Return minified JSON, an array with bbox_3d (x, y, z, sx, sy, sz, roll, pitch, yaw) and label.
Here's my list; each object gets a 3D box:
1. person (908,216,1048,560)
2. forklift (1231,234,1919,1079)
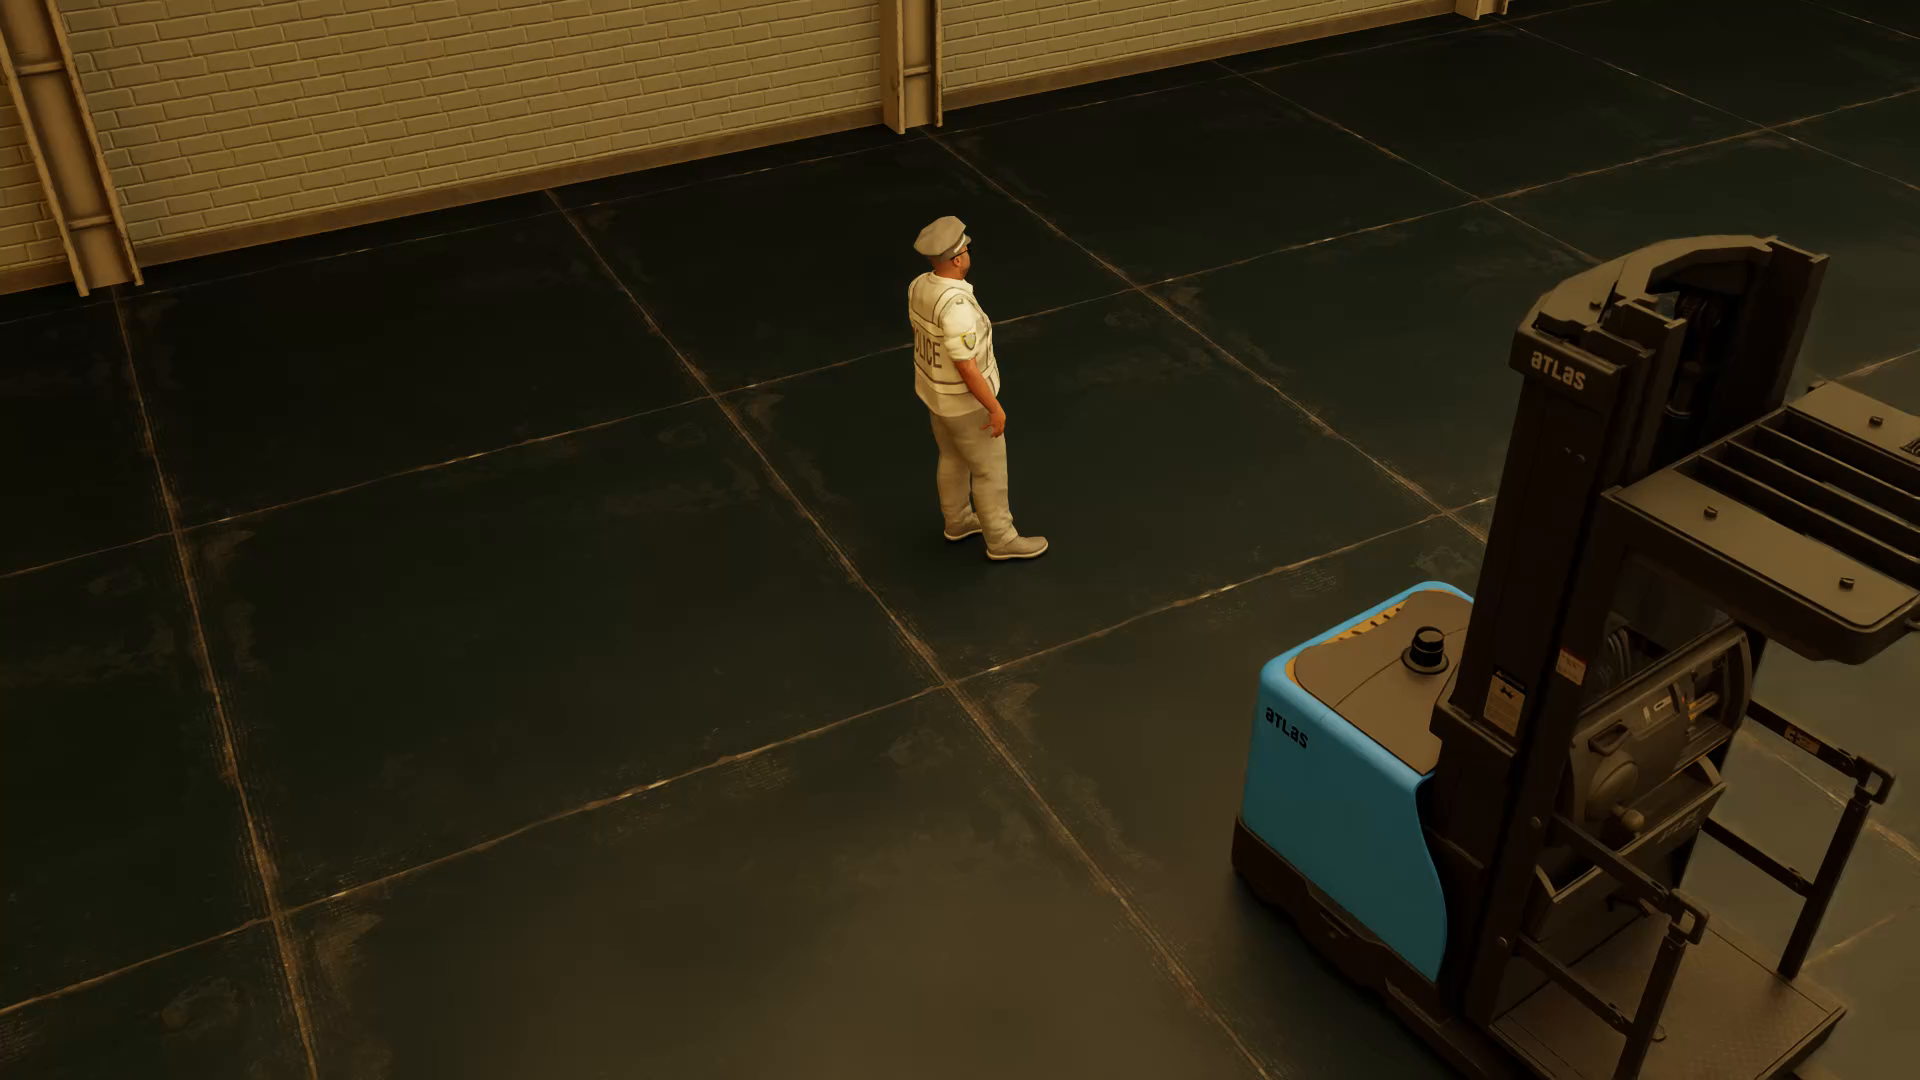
[{"bbox_3d":[0.074,-0.745,8.167,0.575,1.773,0.640,-17,39,-23],"label":"person"},{"bbox_3d":[2.363,0.671,5.173,1.130,2.935,3.031,-23,41,-28],"label":"forklift"}]
